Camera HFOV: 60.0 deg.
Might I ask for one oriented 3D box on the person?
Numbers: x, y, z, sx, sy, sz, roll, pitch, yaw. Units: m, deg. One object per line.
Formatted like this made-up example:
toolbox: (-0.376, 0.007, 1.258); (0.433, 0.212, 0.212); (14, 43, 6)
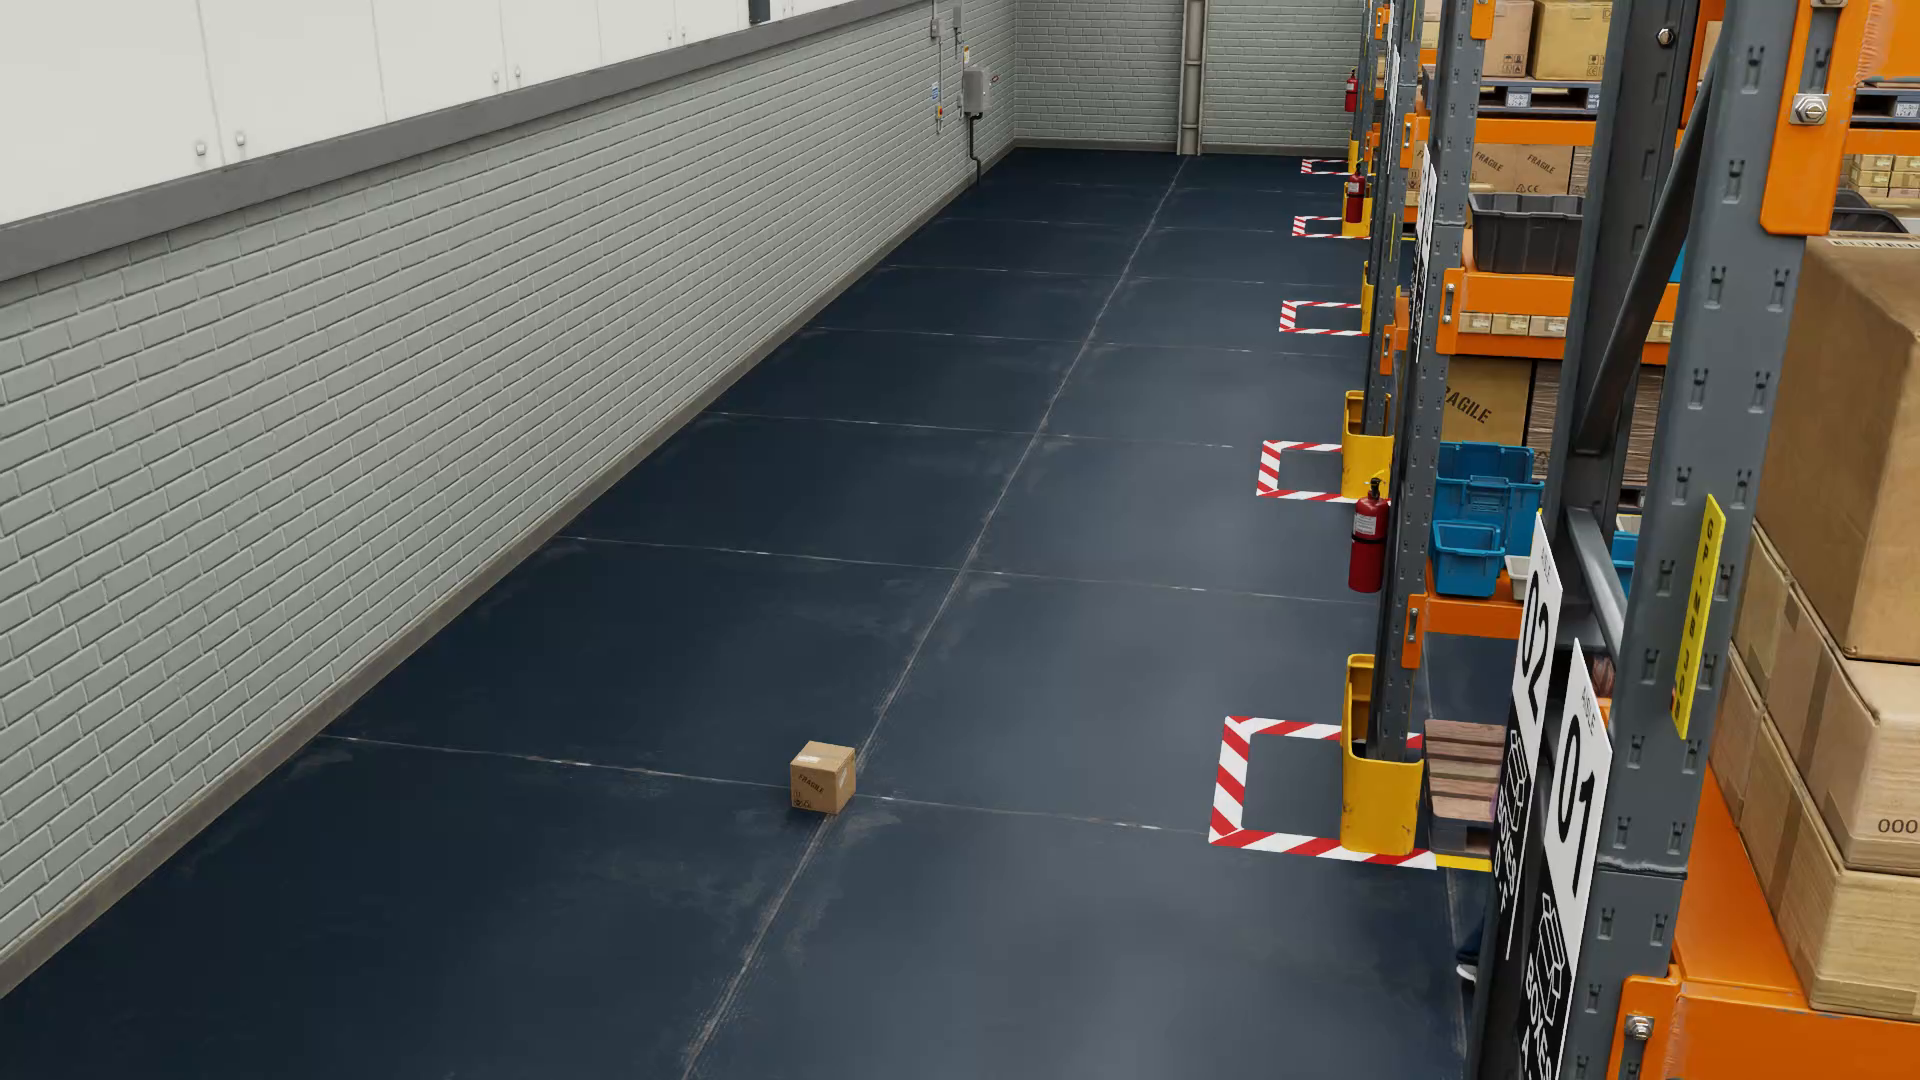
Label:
person: (2.537, 1.169, 6.653); (0.936, 1.547, 0.438); (6, 23, 14)
